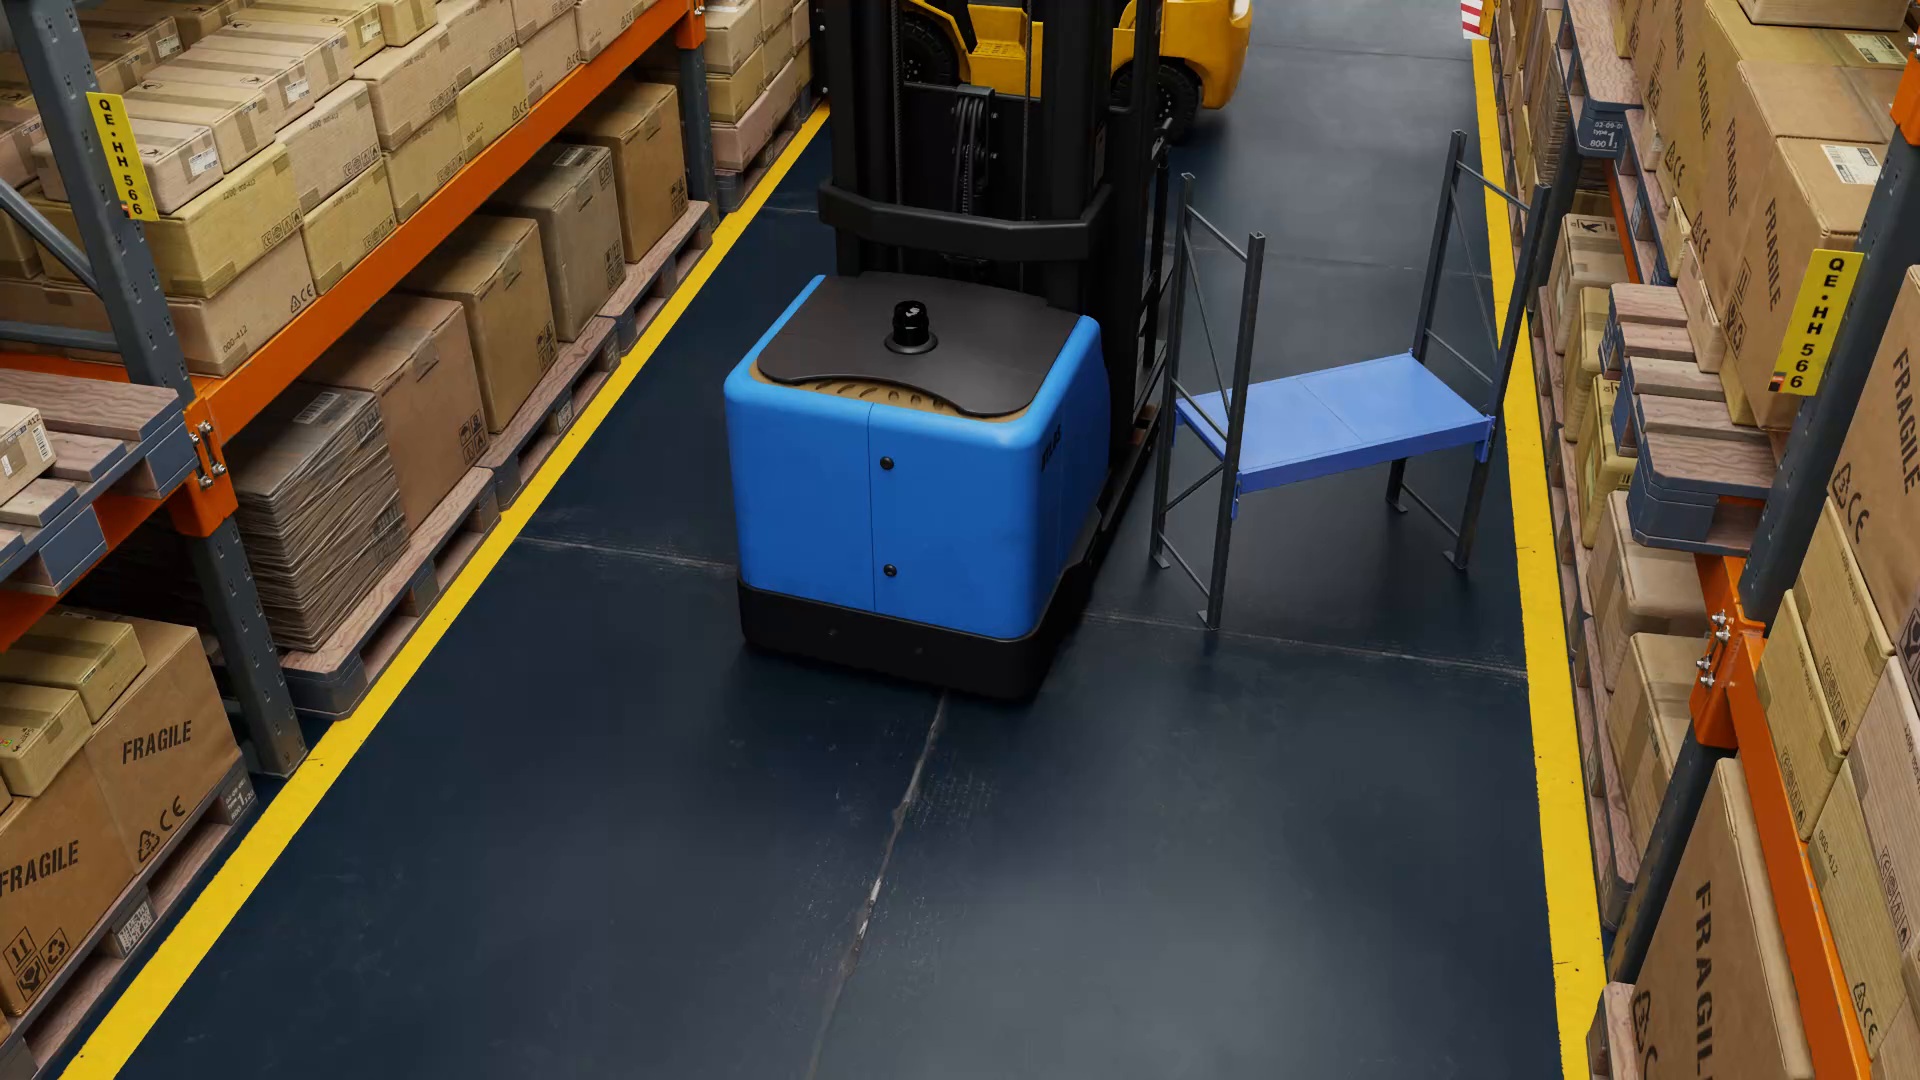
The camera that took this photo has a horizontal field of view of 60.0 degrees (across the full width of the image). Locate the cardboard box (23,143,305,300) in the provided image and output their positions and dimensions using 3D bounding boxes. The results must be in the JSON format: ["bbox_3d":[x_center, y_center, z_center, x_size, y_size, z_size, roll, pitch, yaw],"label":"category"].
[{"bbox_3d":[-2.220,-0.921,4.666,0.500,0.250,0.500,7,37,10],"label":"cardboard box"}]

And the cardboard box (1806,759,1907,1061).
[{"bbox_3d":[1.829,0.668,2.900,0.500,0.250,0.500,6,36,9],"label":"cardboard box"}]

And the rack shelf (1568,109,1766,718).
[{"bbox_3d":[2.699,-0.794,5.402,1.077,0.370,4.000,7,37,10],"label":"rack shelf"}]

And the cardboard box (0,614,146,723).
[{"bbox_3d":[-2.436,0.336,4.450,0.380,0.149,0.250,6,36,8],"label":"cardboard box"}]

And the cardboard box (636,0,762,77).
[{"bbox_3d":[-1.314,-2.551,8.347,0.500,0.250,0.500,7,36,9],"label":"cardboard box"}]

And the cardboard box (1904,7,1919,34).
[{"bbox_3d":[2.805,-1.103,4.520,0.500,0.500,0.500,8,37,11],"label":"cardboard box"}]

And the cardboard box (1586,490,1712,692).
[{"bbox_3d":[2.552,0.209,5.287,0.950,0.372,0.625,7,36,9],"label":"cardboard box"}]

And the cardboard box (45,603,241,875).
[{"bbox_3d":[-2.459,0.553,4.703,0.500,0.500,0.500,8,37,11],"label":"cardboard box"}]

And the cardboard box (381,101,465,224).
[{"bbox_3d":[-2.029,-1.305,5.623,0.500,0.250,0.500,6,36,8],"label":"cardboard box"}]

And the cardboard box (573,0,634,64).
[{"bbox_3d":[-1.678,-2.180,6.830,0.500,0.250,0.500,7,37,10],"label":"cardboard box"}]

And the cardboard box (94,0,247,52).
[{"bbox_3d":[-2.529,-1.668,5.357,0.380,0.149,0.250,7,37,10],"label":"cardboard box"}]

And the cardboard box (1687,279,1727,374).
[{"bbox_3d":[2.108,-0.537,4.291,0.380,0.149,0.250,7,37,10],"label":"cardboard box"}]

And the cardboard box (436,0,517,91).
[{"bbox_3d":[-1.923,-1.805,5.886,0.500,0.250,0.500,8,37,11],"label":"cardboard box"}]

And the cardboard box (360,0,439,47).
[{"bbox_3d":[-1.957,-1.749,5.469,0.380,0.149,0.250,8,37,11],"label":"cardboard box"}]

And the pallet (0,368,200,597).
[{"bbox_3d":[-2.655,-0.083,3.972,1.213,0.211,1.003,7,37,10],"label":"pallet"}]

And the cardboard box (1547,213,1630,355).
[{"bbox_3d":[3.016,-1.037,7.006,0.950,0.372,0.625,8,37,11],"label":"cardboard box"}]

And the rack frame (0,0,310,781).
[{"bbox_3d":[-2.578,-0.558,4.464,1.000,3.000,0.127,7,37,10],"label":"rack frame"}]

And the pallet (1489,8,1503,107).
[{"bbox_3d":[3.756,-2.891,10.059,1.003,0.211,1.213,7,37,10],"label":"pallet"}]

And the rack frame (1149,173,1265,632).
[{"bbox_3d":[0.806,-0.426,5.560,0.032,1.500,0.500,-12,38,-17],"label":"rack frame"}]

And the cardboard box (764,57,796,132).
[{"bbox_3d":[-1.204,-2.437,9.042,0.500,0.250,0.500,7,36,9],"label":"cardboard box"}]

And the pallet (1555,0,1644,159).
[{"bbox_3d":[2.821,-1.734,6.250,1.003,0.211,1.213,7,37,10],"label":"pallet"}]

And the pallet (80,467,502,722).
[{"bbox_3d":[-2.364,0.104,5.927,1.003,0.211,1.213,7,37,10],"label":"pallet"}]

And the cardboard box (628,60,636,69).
[{"bbox_3d":[-1.808,-2.620,8.441,0.500,0.250,0.500,8,37,11],"label":"cardboard box"}]

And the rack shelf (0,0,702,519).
[{"bbox_3d":[-2.151,-1.414,6.258,1.077,0.370,4.000,7,37,10],"label":"rack shelf"}]

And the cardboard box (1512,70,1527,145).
[{"bbox_3d":[3.207,-2.258,8.795,0.500,0.250,0.500,8,37,11],"label":"cardboard box"}]

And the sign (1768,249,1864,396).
[{"bbox_3d":[1.739,-0.438,3.379,0.100,0.325,0.005,7,37,10],"label":"sign"}]

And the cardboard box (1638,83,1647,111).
[{"bbox_3d":[2.556,-1.566,5.711,0.380,0.149,0.250,8,37,11],"label":"cardboard box"}]

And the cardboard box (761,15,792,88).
[{"bbox_3d":[-1.213,-2.638,8.893,0.500,0.250,0.500,7,37,10],"label":"cardboard box"}]

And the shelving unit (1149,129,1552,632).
[{"bbox_3d":[1.282,-0.531,5.705,1.048,1.500,0.538,-12,38,-17],"label":"shelving unit"}]

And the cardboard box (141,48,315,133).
[{"bbox_3d":[-2.137,-1.311,4.865,0.380,0.149,0.250,8,37,11],"label":"cardboard box"}]

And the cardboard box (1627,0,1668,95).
[{"bbox_3d":[2.520,-1.761,5.427,0.500,0.500,0.500,7,37,10],"label":"cardboard box"}]

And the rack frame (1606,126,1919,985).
[{"bbox_3d":[2.272,0.062,3.609,1.000,3.000,0.127,7,37,10],"label":"rack frame"}]

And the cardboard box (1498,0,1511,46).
[{"bbox_3d":[3.538,-3.154,10.030,0.500,0.250,0.500,7,37,10],"label":"cardboard box"}]

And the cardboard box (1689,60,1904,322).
[{"bbox_3d":[2.197,-0.863,4.188,0.500,0.500,0.500,7,36,9],"label":"cardboard box"}]

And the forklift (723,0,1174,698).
[{"bbox_3d":[0.196,-1.535,5.871,1.130,2.935,3.031,11,37,15],"label":"forklift"}]

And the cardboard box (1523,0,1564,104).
[{"bbox_3d":[3.205,-2.549,8.557,0.500,0.500,0.500,9,37,12],"label":"cardboard box"}]

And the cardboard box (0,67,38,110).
[{"bbox_3d":[-2.760,-1.237,4.763,0.380,0.149,0.250,8,37,11],"label":"cardboard box"}]

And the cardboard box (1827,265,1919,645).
[{"bbox_3d":[1.927,-0.132,2.938,0.500,0.500,0.500,6,36,8],"label":"cardboard box"}]

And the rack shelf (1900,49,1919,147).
[{"bbox_3d":[1.844,0.285,1.358,1.077,0.370,4.000,7,37,10],"label":"rack shelf"}]

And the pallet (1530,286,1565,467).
[{"bbox_3d":[2.961,-0.656,6.975,1.003,0.211,1.213,7,37,10],"label":"pallet"}]

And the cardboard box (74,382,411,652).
[{"bbox_3d":[-2.432,-0.123,5.529,0.875,0.625,0.625,8,37,11],"label":"cardboard box"}]

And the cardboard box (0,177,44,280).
[{"bbox_3d":[-2.754,-0.992,4.765,0.500,0.250,0.500,8,37,11],"label":"cardboard box"}]

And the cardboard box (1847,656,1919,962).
[{"bbox_3d":[1.811,0.476,2.739,0.500,0.250,0.500,8,37,11],"label":"cardboard box"}]

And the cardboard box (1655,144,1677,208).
[{"bbox_3d":[2.365,-1.122,5.099,0.380,0.149,0.250,6,36,8],"label":"cardboard box"}]

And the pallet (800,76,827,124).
[{"bbox_3d":[-1.255,-2.875,10.037,1.003,0.211,1.213,7,37,10],"label":"pallet"}]

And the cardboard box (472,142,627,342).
[{"bbox_3d":[-1.998,-1.316,7.175,0.875,0.625,0.625,7,37,9],"label":"cardboard box"}]
